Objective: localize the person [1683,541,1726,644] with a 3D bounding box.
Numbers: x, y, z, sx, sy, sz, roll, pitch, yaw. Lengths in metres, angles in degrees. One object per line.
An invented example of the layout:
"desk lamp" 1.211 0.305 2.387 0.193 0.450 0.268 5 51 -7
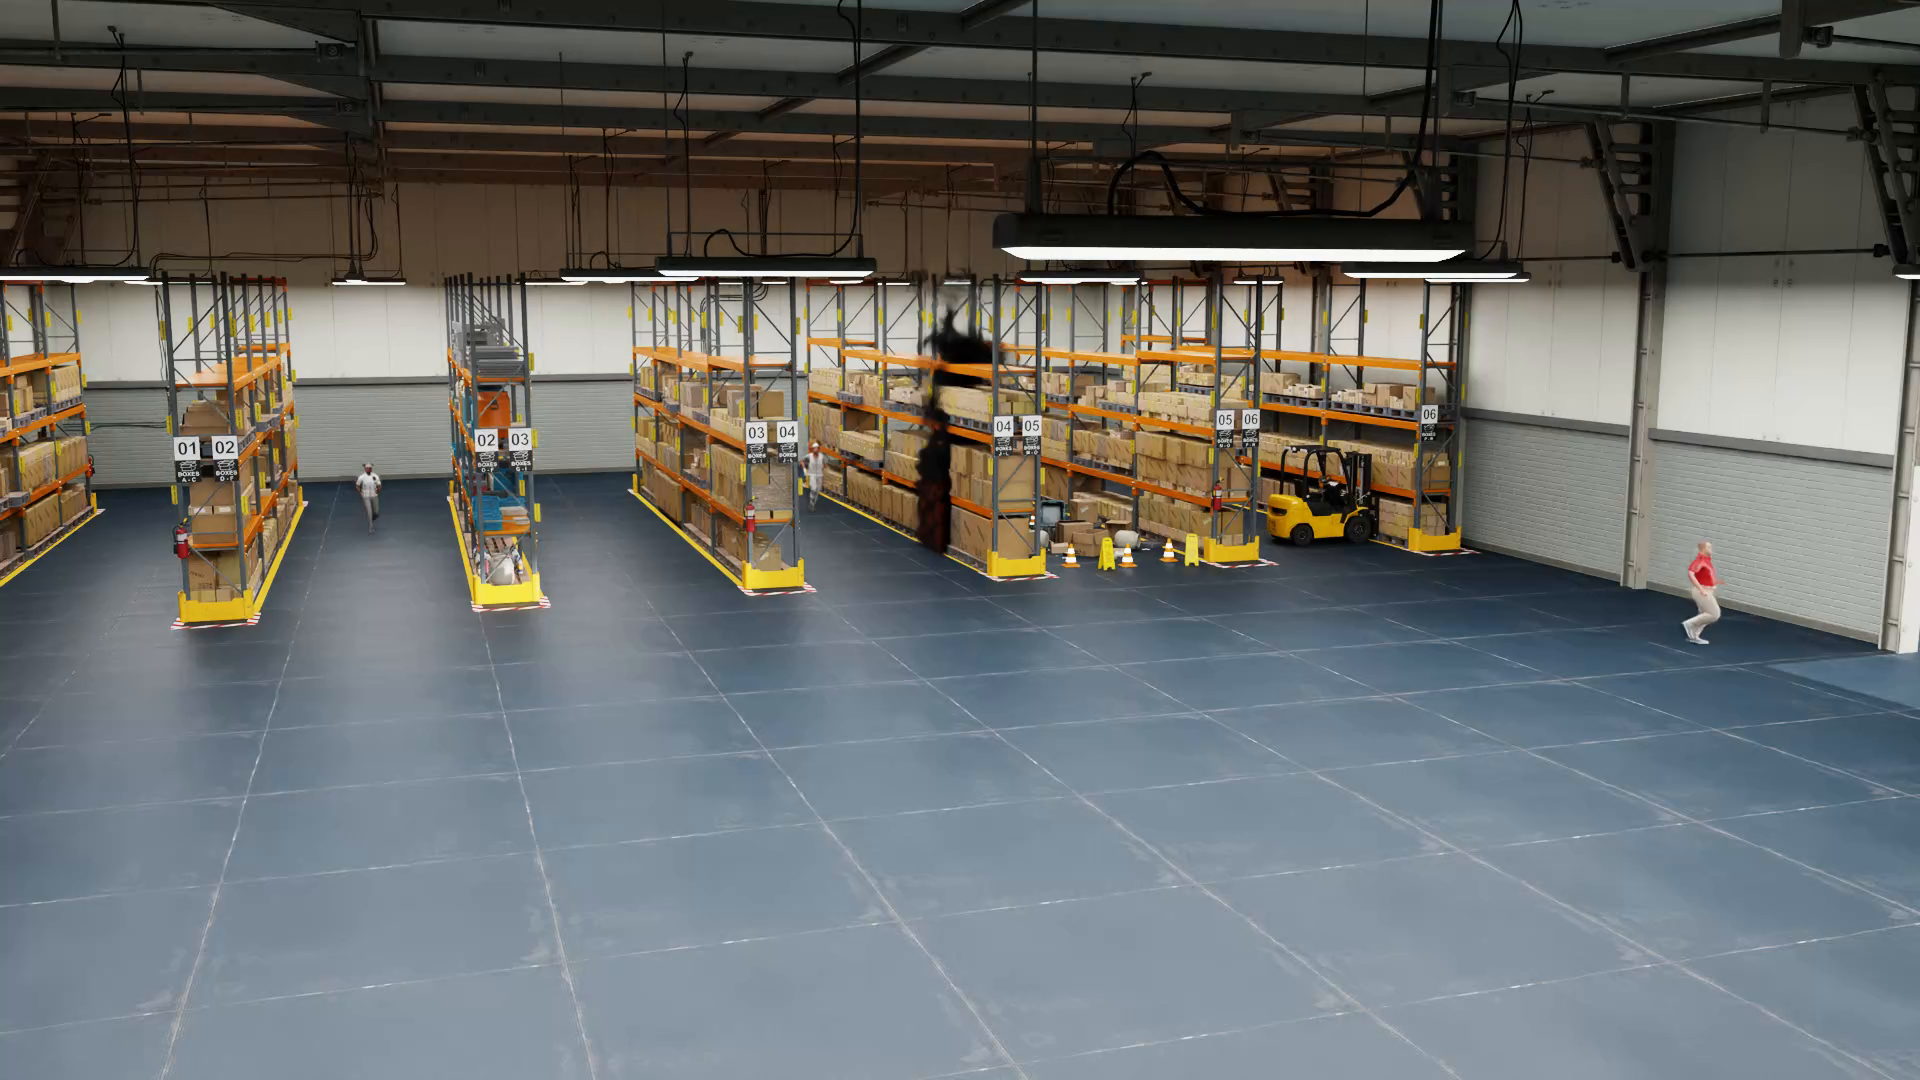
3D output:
"person" 12.040 0.855 26.866 0.591 1.682 0.658 4 10 27

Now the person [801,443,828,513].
"person" -3.721 -1.607 42.845 0.640 1.785 0.765 -4 9 -23

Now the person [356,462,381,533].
"person" -13.997 -1.027 39.374 0.563 1.654 0.678 -5 10 -28

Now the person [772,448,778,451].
"person" -5.548 -2.397 48.021 0.769 1.781 0.927 4 9 24
